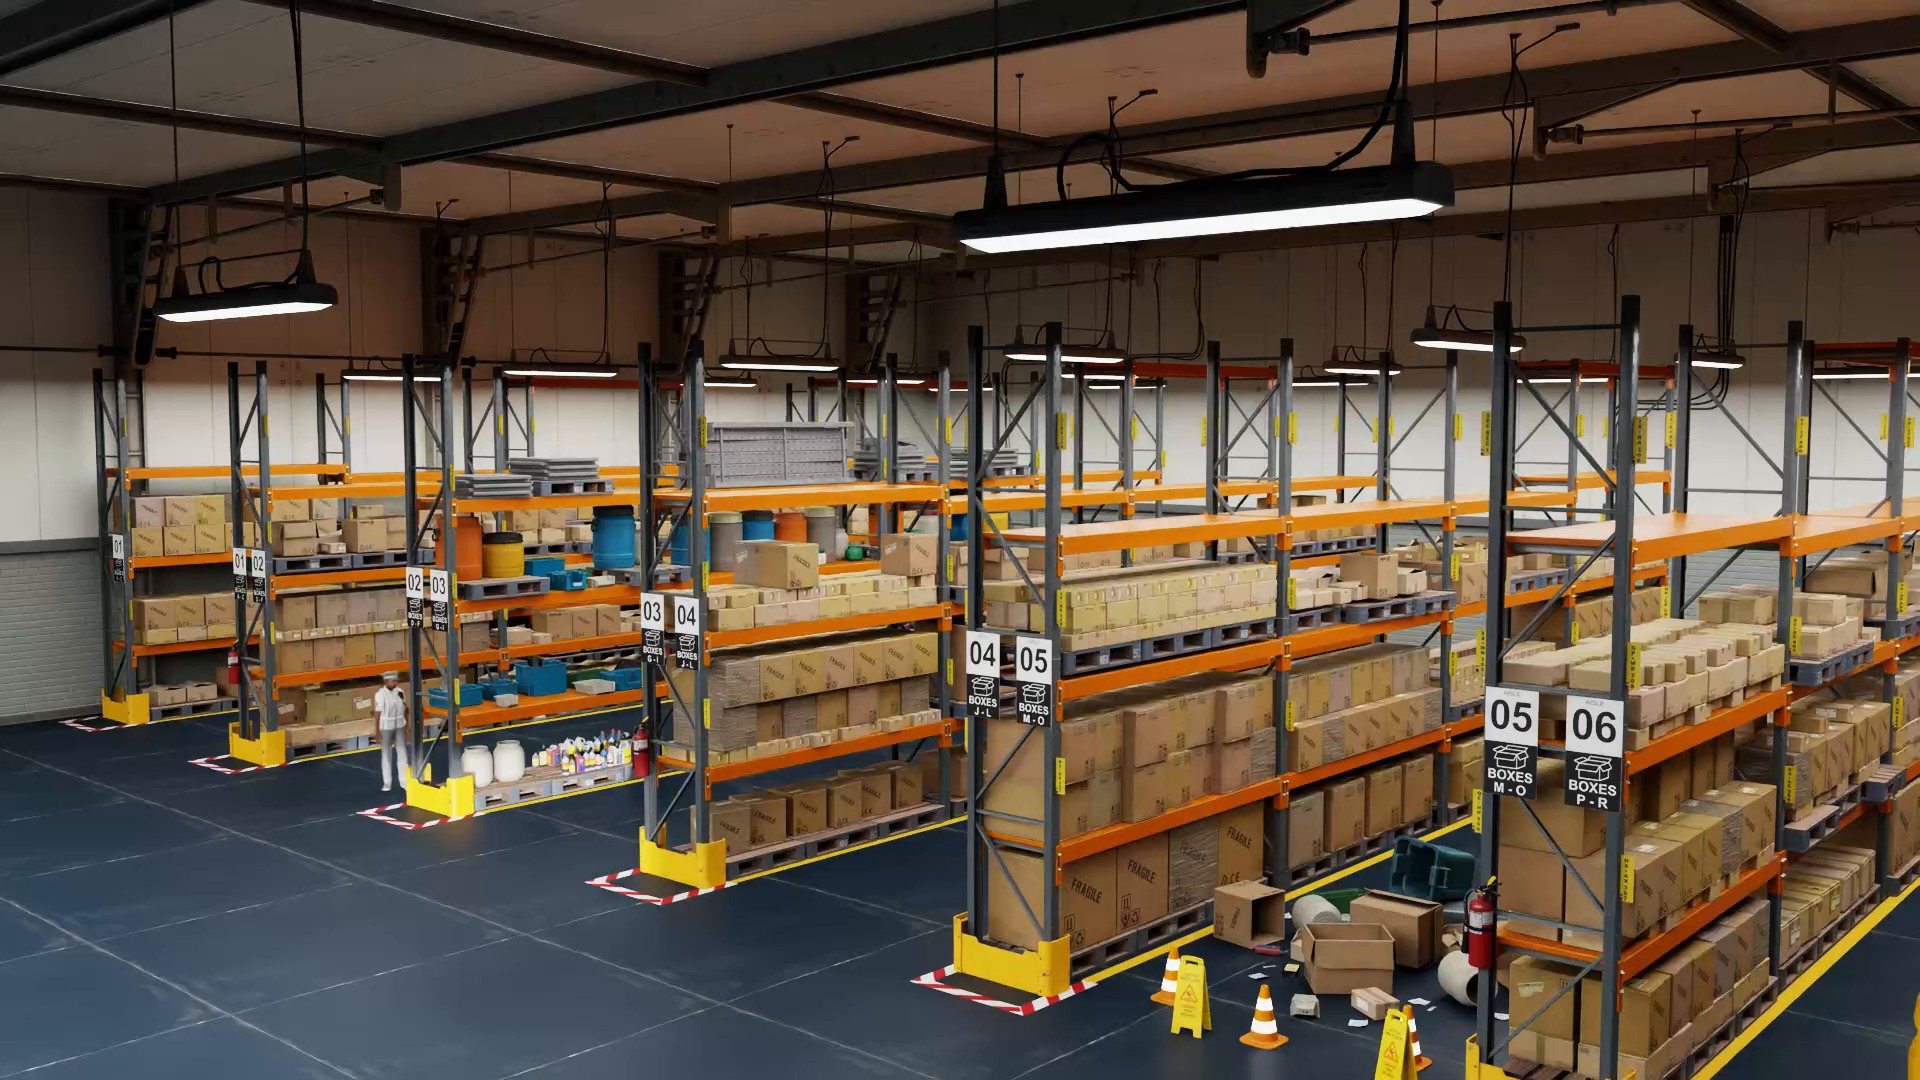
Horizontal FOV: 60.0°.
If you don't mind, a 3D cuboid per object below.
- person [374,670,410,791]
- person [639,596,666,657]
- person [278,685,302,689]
[{"bbox_3d":[-7.859,2.638,23.029,0.470,1.692,0.413,-4,6,-42],"label":"person"},{"bbox_3d":[-6.382,1.741,34.796,0.663,1.812,0.621,-1,4,-16],"label":"person"},{"bbox_3d":[-10.948,2.331,27.117,0.461,1.690,0.394,-4,6,-40],"label":"person"}]
